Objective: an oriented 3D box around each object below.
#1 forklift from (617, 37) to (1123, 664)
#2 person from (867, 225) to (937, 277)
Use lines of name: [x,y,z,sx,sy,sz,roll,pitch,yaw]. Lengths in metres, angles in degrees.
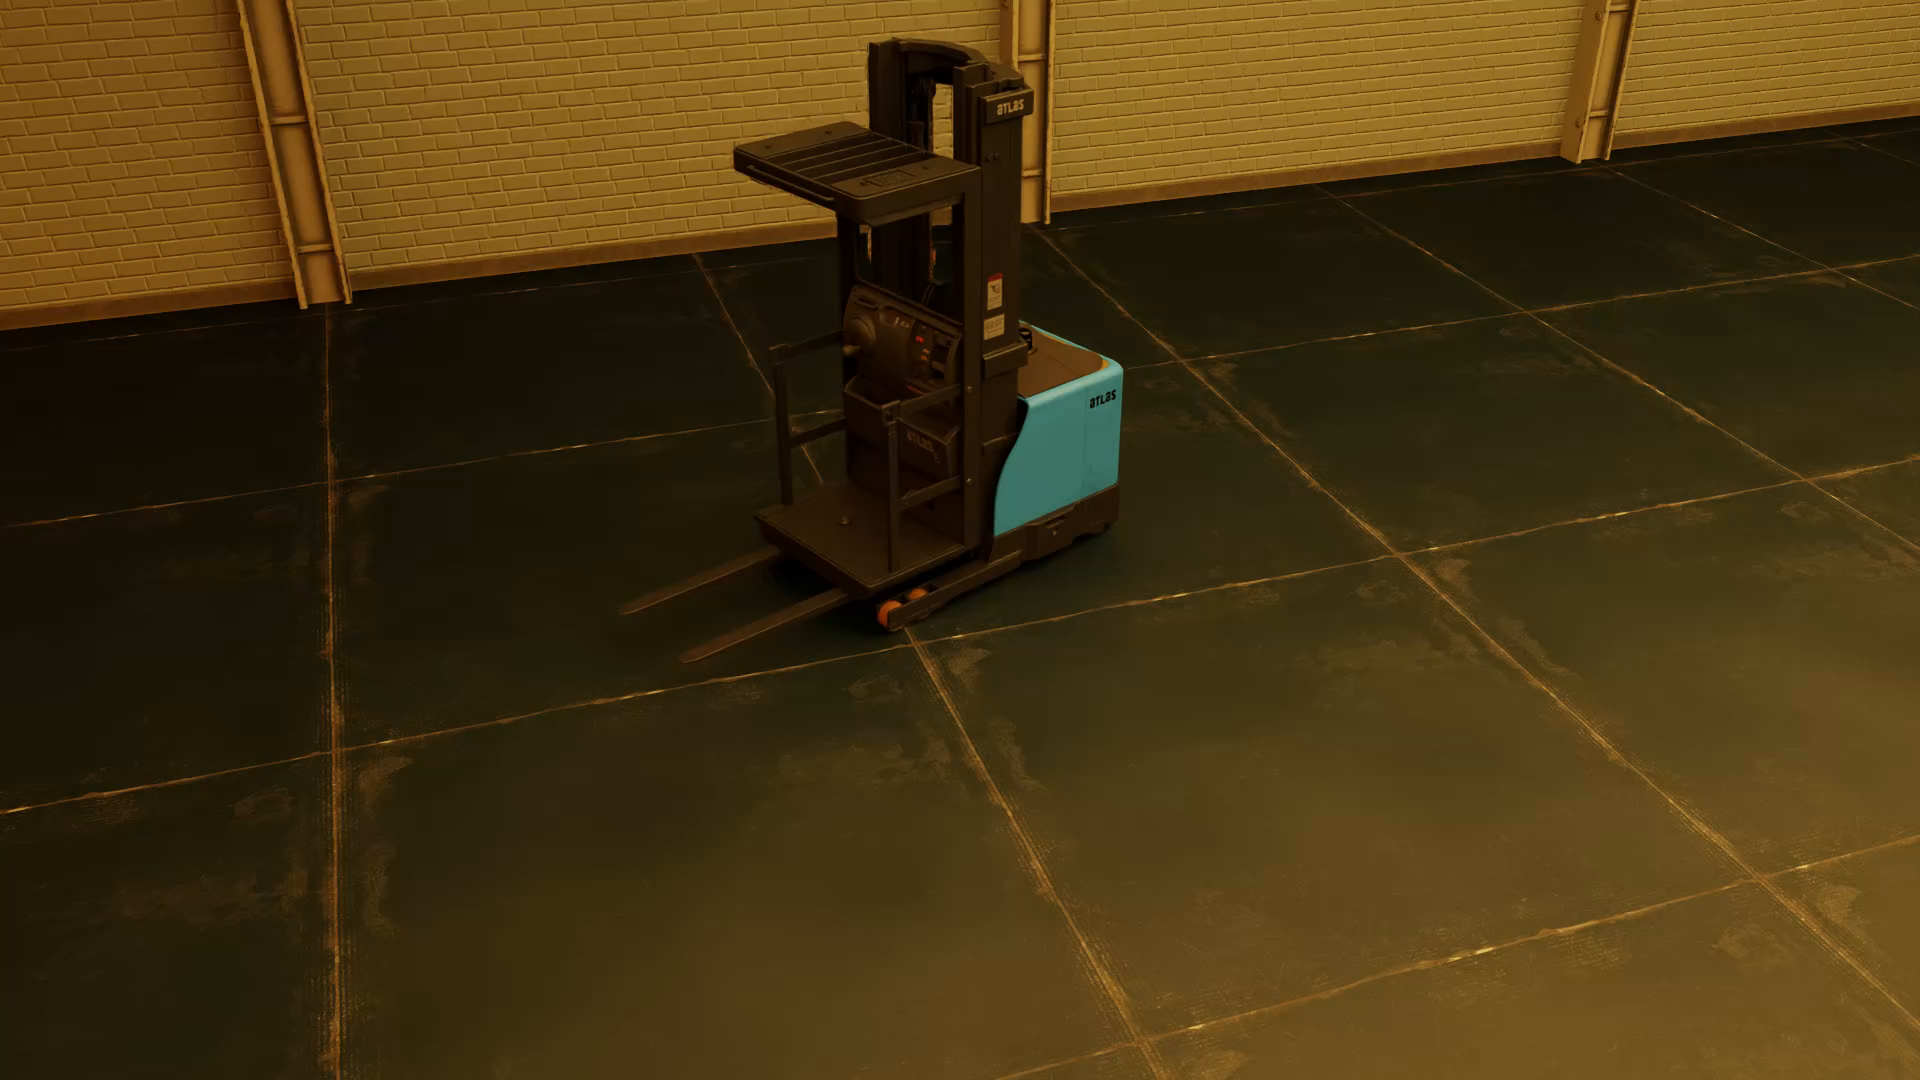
forklift: [-0.480,-1.064,8.937,3.031,2.935,1.130,-23,37,-34]
person: [-0.343,-2.196,12.228,0.897,1.654,0.884,-26,39,-38]
